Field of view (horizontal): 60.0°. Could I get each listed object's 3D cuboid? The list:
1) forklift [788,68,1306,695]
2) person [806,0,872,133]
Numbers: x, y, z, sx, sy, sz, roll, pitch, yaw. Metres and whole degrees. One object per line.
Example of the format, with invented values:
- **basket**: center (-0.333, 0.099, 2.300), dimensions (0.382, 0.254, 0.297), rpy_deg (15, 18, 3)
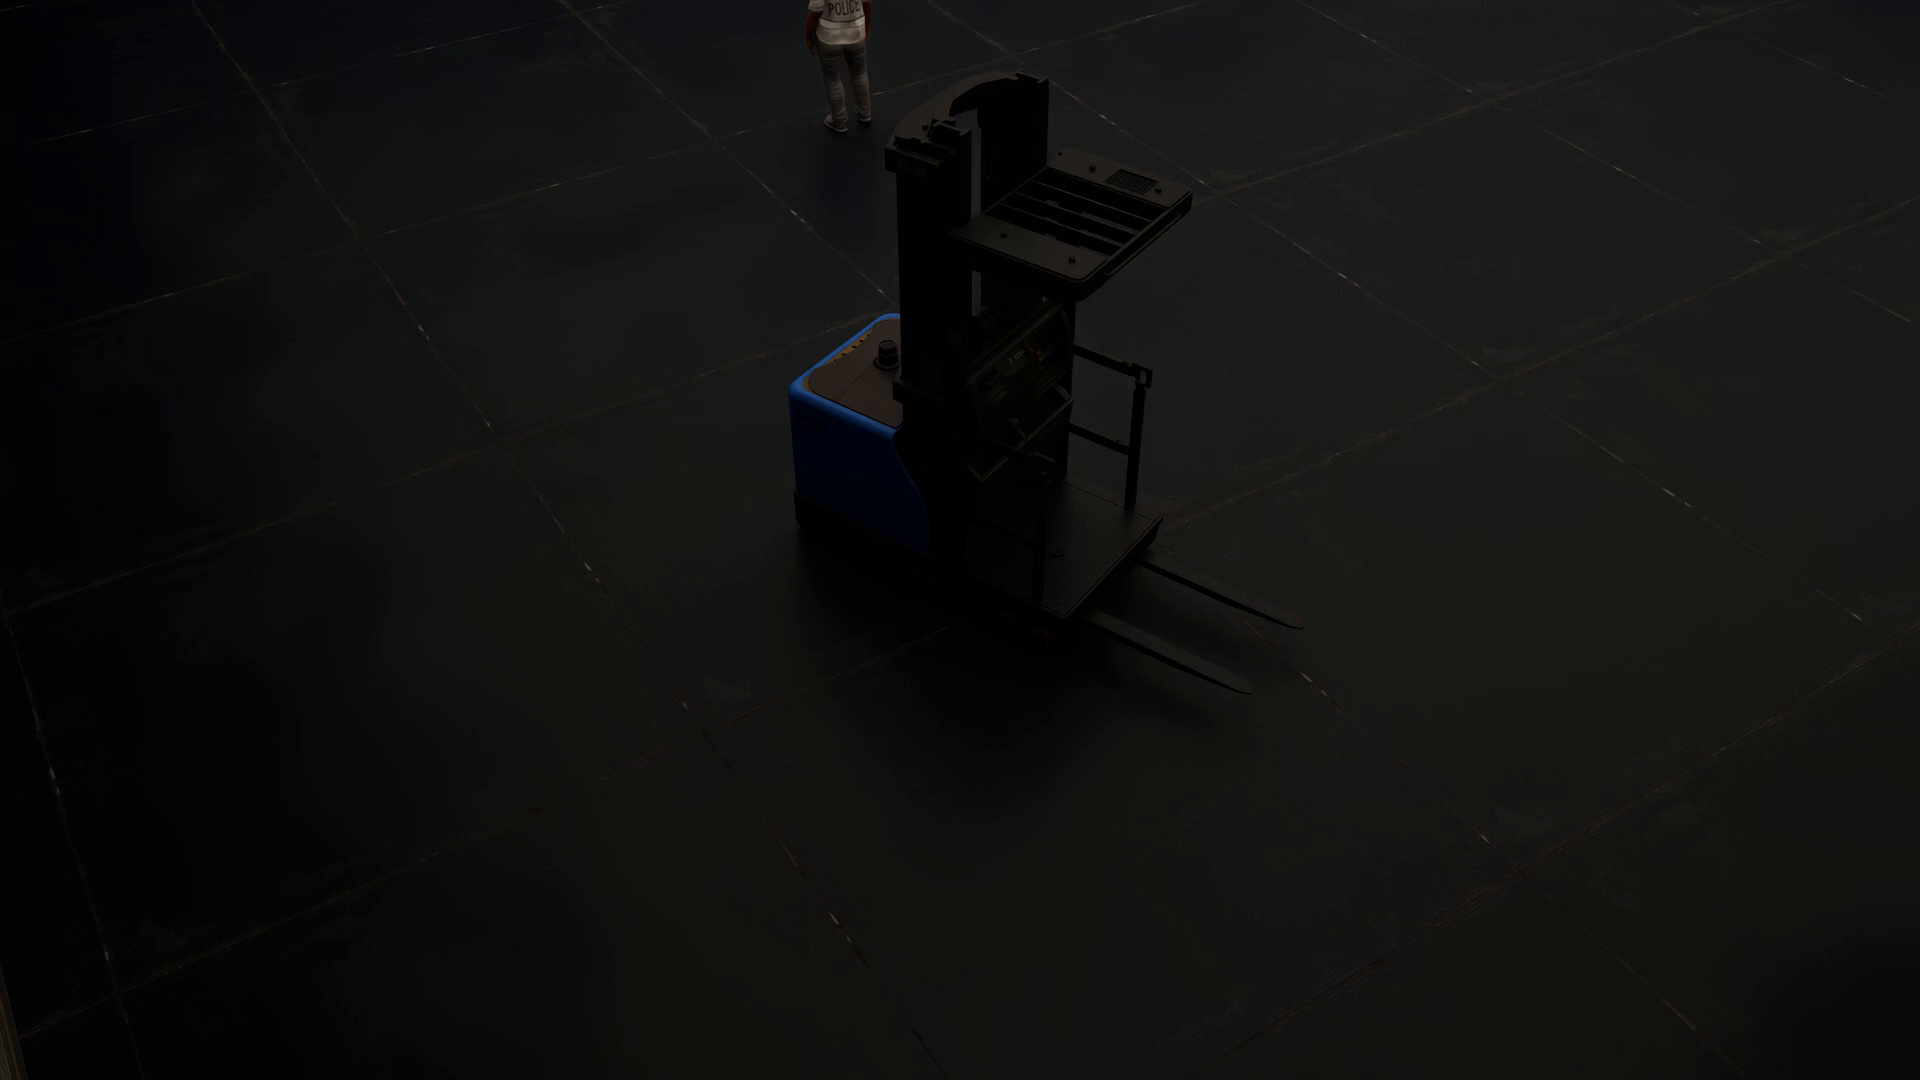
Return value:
- **forklift**: center (0.496, -0.872, 8.869), dimensions (3.031, 2.935, 1.130), rpy_deg (25, 47, 26)
- **person**: center (-0.990, -4.140, 13.559), dimensions (0.598, 1.669, 0.530), rpy_deg (-15, 43, -16)
